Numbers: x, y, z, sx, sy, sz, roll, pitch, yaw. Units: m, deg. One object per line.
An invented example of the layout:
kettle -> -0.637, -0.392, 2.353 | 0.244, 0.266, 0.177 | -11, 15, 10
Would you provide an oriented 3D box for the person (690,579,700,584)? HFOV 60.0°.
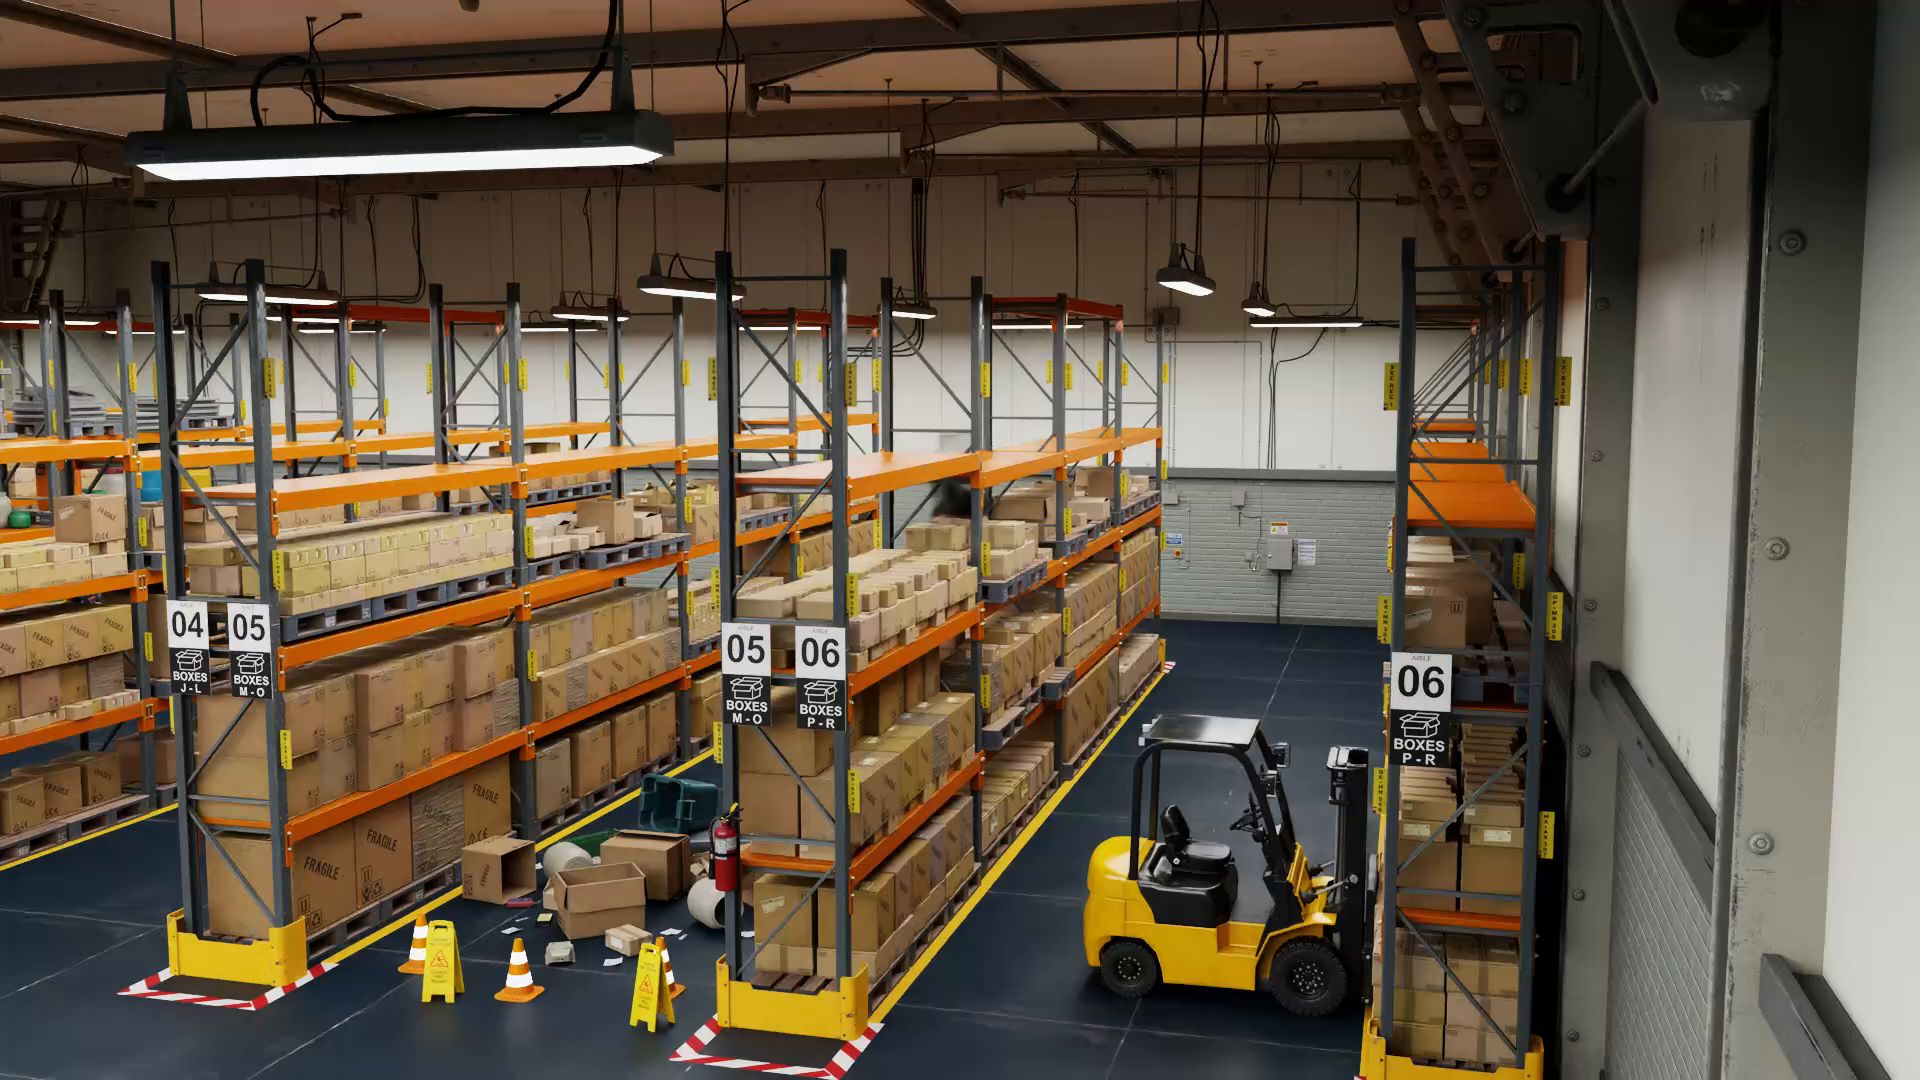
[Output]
person -> -4.318, 1.449, 27.610 | 0.593, 1.643, 0.617 | 3, 7, 28
